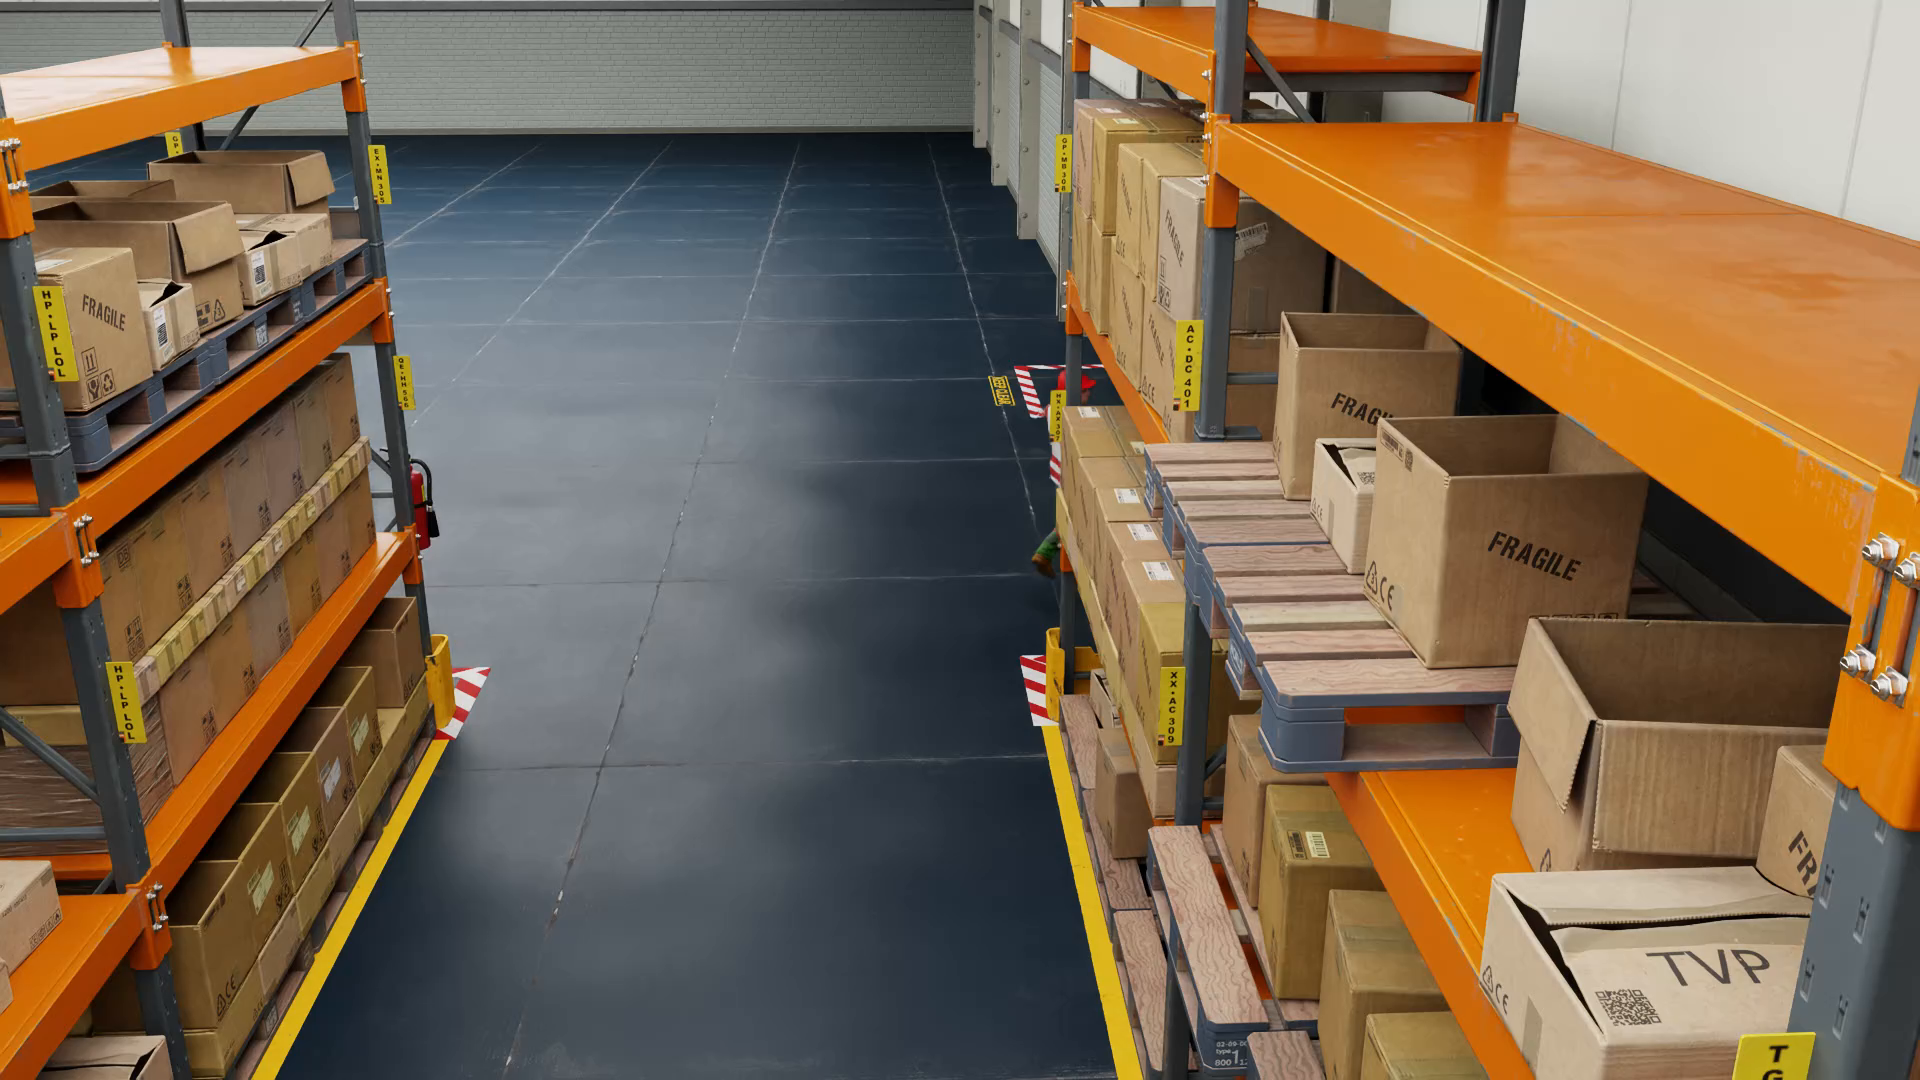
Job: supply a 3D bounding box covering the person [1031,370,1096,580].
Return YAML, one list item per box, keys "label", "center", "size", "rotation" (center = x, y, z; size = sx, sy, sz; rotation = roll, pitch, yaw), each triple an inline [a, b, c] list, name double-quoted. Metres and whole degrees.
- label: "person"
  center: [0.929, -0.447, 12.284]
  size: [0.825, 1.755, 0.631]
  rotation: [-7, 21, -19]
